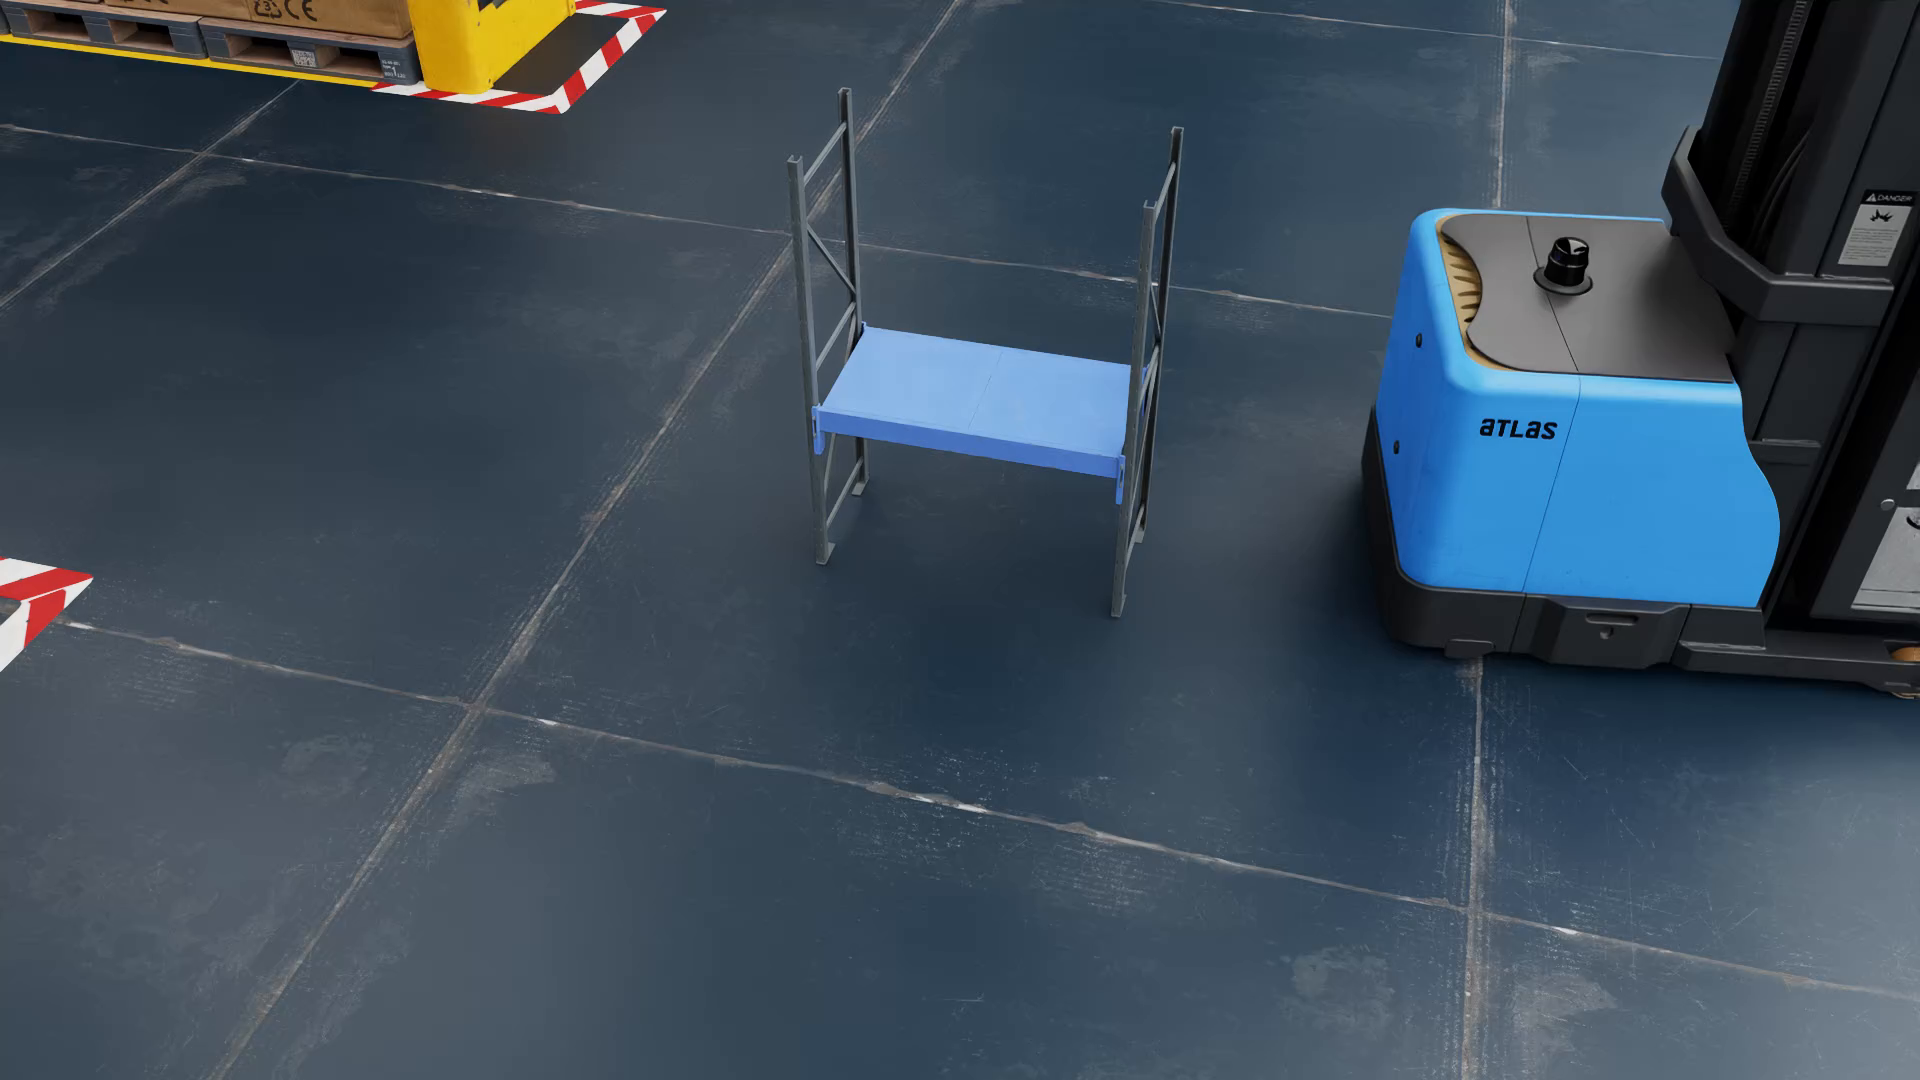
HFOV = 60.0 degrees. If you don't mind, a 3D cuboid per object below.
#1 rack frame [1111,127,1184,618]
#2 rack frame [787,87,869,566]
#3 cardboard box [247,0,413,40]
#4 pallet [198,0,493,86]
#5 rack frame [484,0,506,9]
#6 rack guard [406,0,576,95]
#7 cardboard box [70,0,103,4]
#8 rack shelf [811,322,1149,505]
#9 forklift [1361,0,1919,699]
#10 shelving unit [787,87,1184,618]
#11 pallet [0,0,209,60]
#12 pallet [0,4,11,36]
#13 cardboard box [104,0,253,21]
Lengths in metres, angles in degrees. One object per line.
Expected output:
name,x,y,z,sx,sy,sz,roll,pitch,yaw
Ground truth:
rack frame,0.573,-0.476,5.150,0.032,1.500,0.500,10,41,11
rack frame,-0.409,-0.645,5.351,0.032,1.500,0.500,10,41,11
cardboard box,-3.135,-3.213,8.569,0.875,0.875,0.875,10,41,12
pallet,-3.256,-2.810,8.932,1.213,0.211,1.003,10,41,11
rack frame,-2.463,-3.794,7.935,0.127,3.000,1.000,10,41,11
rack guard,-2.440,-2.833,8.734,0.348,0.500,1.175,10,41,11
cardboard box,-4.866,-3.511,8.923,0.875,0.875,0.875,10,41,12
rack shelf,0.082,-0.422,5.366,1.000,0.185,0.538,10,41,11
forklift,2.905,-0.978,4.636,3.031,2.935,1.130,4,40,4
shelving unit,0.082,-0.560,5.251,1.048,1.500,0.538,10,41,11
pallet,-4.431,-3.015,9.175,1.213,0.211,1.003,10,41,11
pallet,-5.613,-3.216,9.415,1.213,0.211,1.003,10,41,11
cardboard box,-3.986,-3.358,8.741,0.875,0.875,0.875,9,41,11
